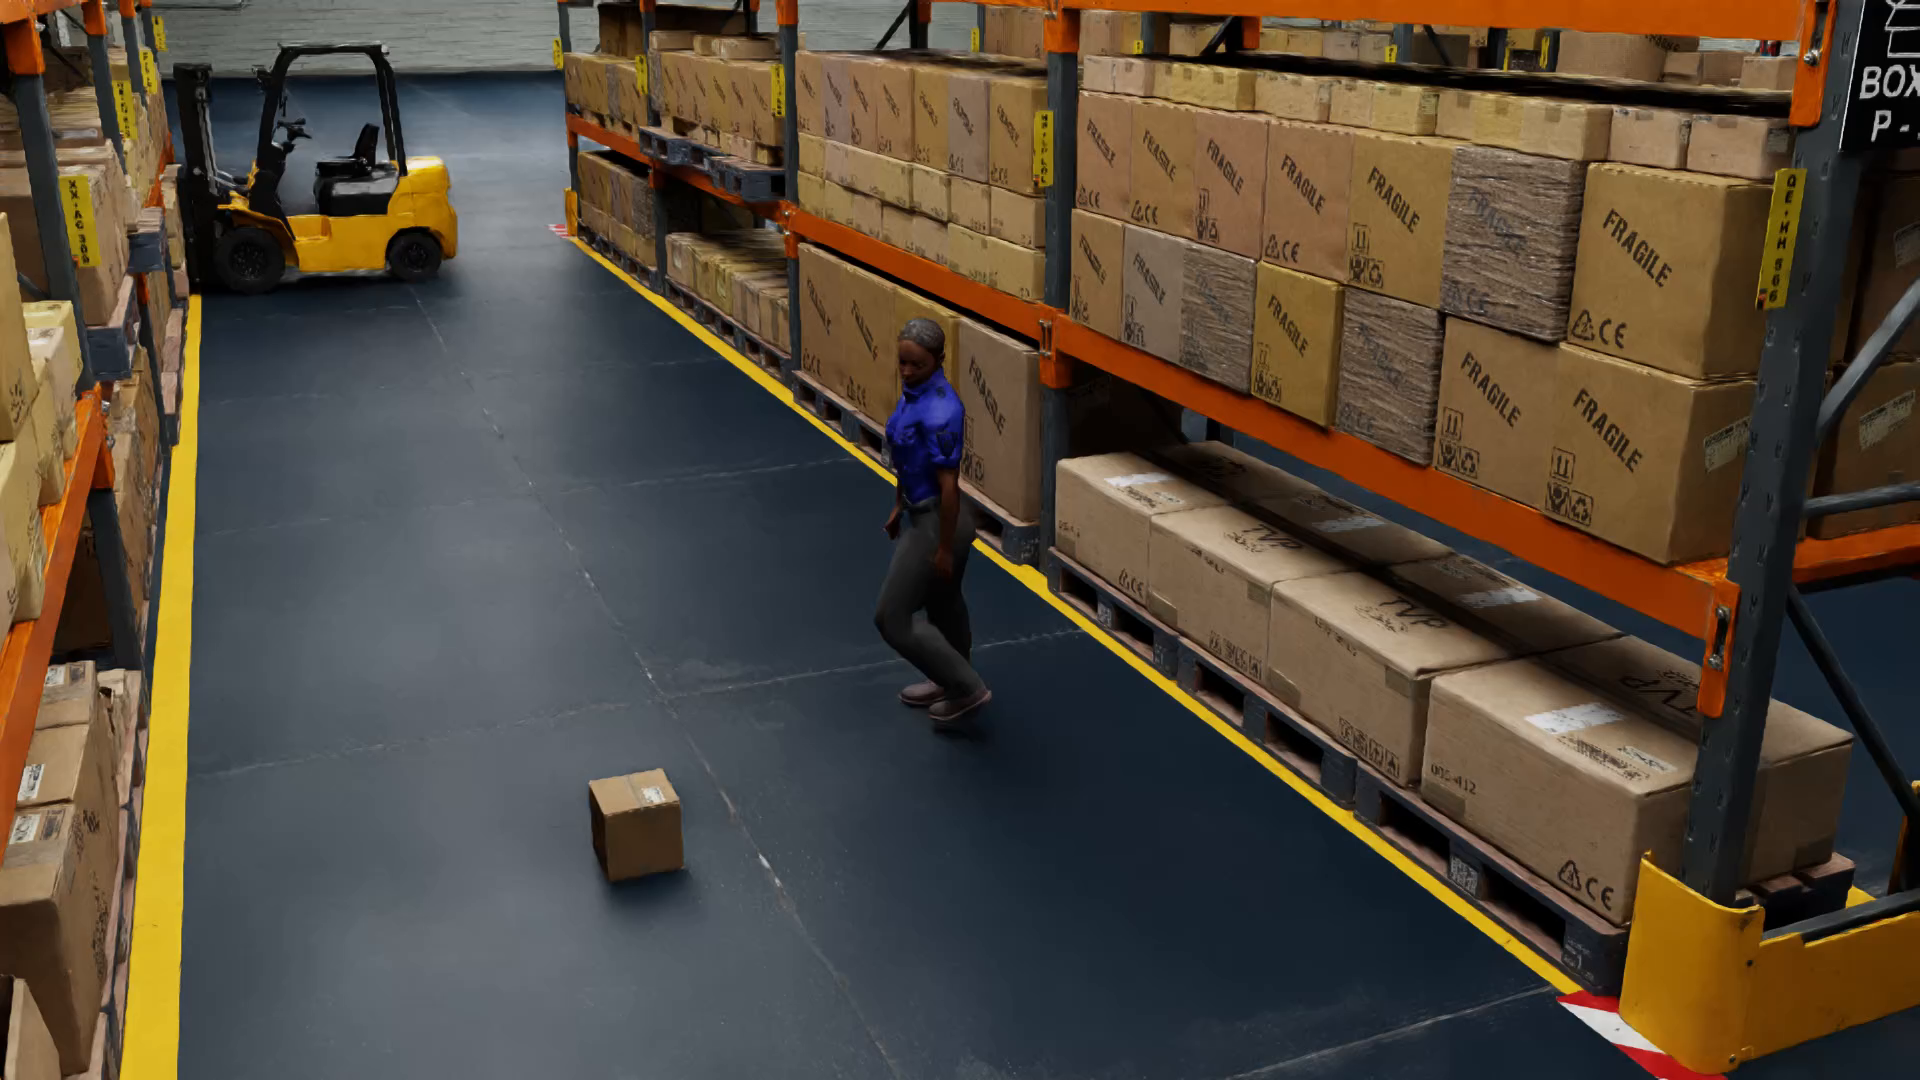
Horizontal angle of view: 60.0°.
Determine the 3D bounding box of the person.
[{"bbox_3d":[-0.110,-0.055,6.255,0.445,1.632,0.554,-1,19,-4],"label":"person"}]
